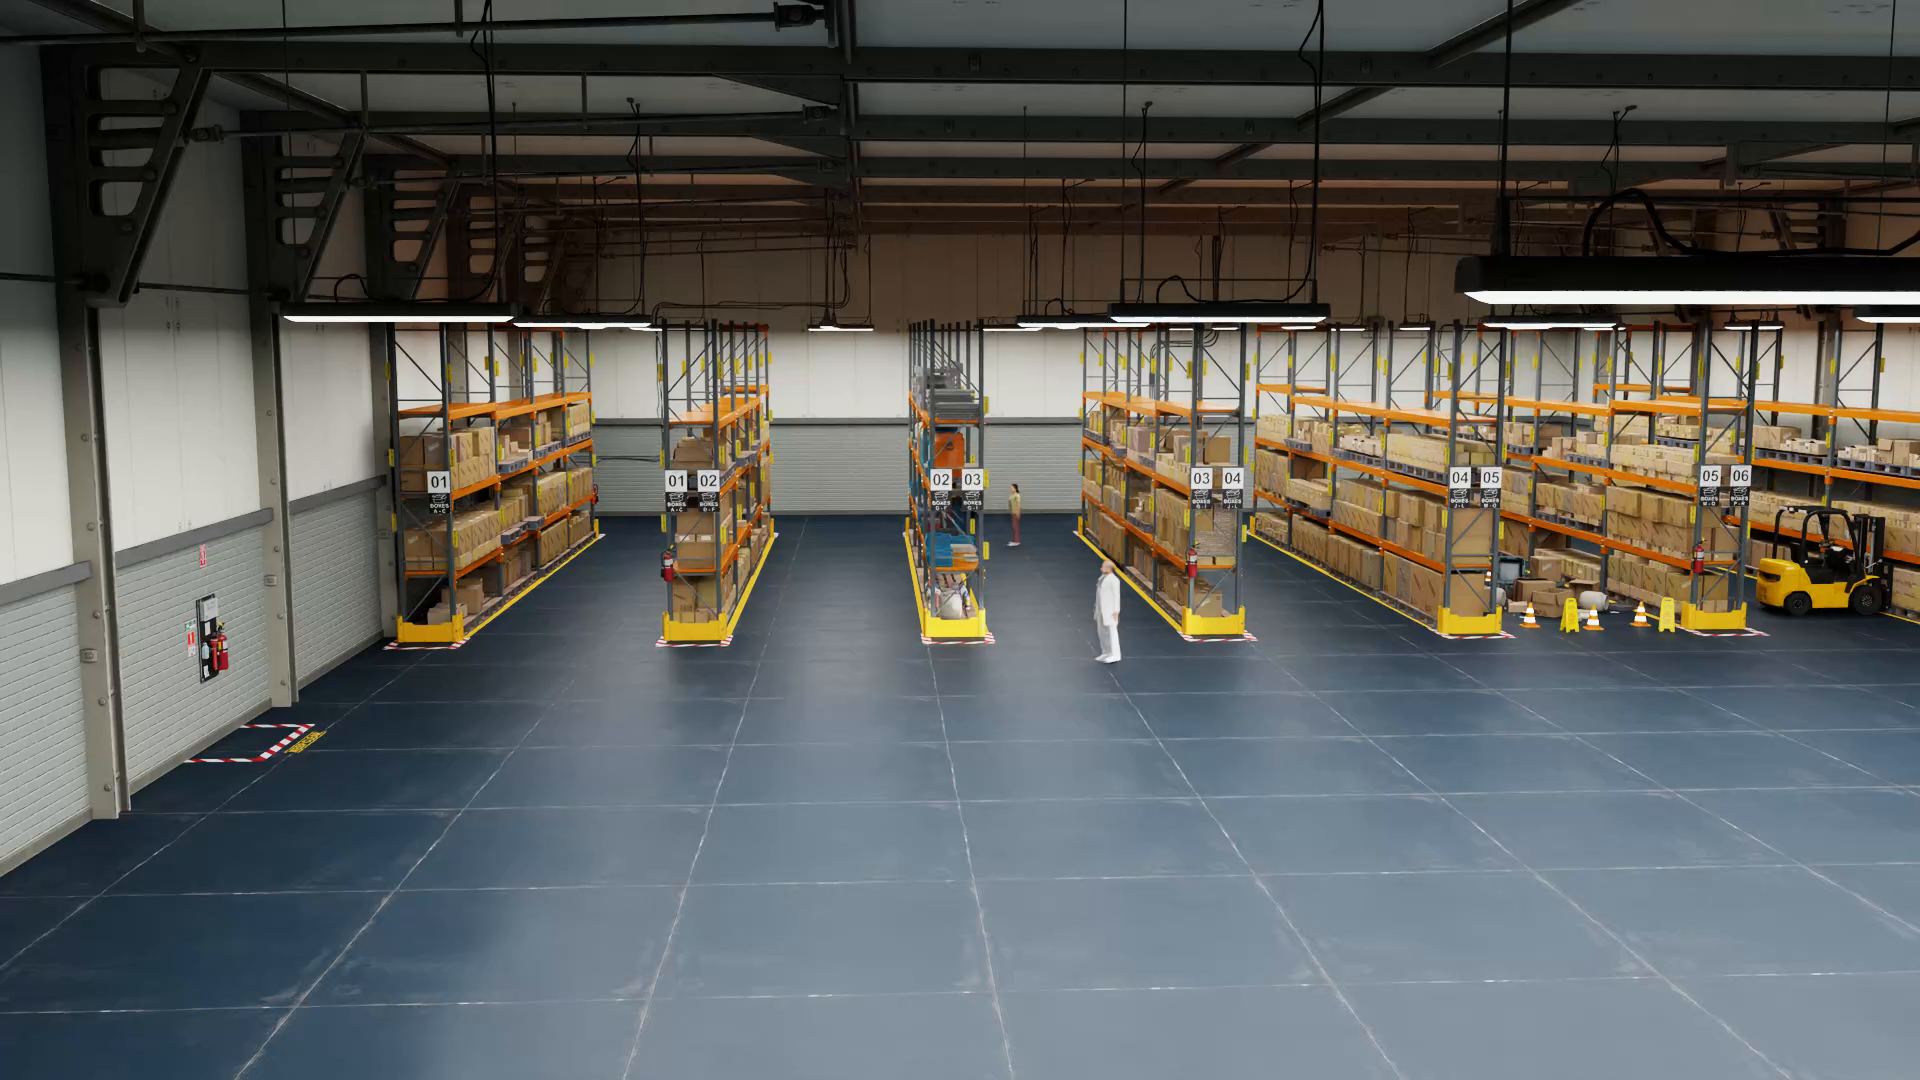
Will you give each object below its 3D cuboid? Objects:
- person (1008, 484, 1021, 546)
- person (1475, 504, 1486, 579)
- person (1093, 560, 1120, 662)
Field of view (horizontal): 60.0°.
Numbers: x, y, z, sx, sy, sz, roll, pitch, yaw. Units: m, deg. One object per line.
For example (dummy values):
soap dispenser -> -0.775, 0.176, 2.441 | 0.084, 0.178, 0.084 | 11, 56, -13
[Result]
person -> 1.453, -0.693, 45.174 | 0.380, 1.676, 0.518 | -3, 8, -24
person -> 12.108, 0.049, 38.918 | 0.423, 1.772, 0.595 | 3, 8, 22
person -> 2.584, 1.258, 29.143 | 0.415, 1.821, 0.697 | -4, 8, -27
